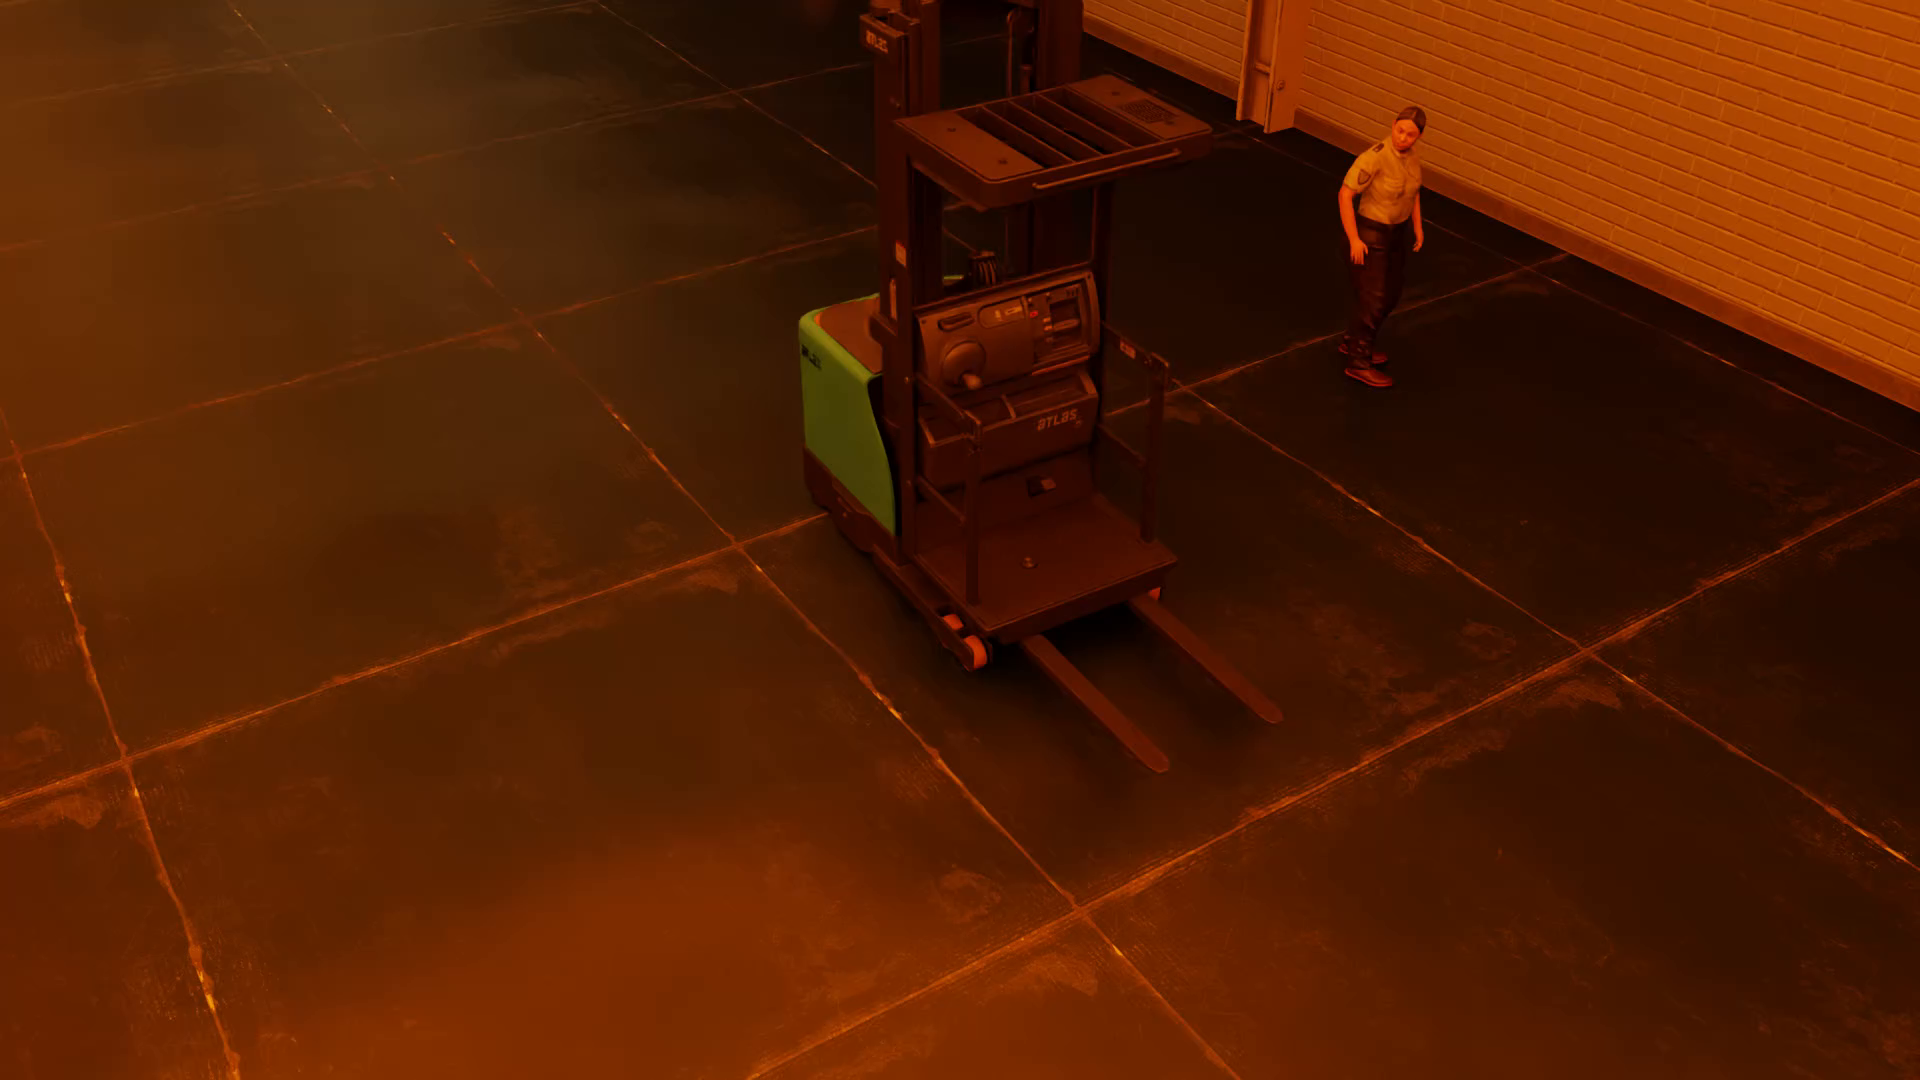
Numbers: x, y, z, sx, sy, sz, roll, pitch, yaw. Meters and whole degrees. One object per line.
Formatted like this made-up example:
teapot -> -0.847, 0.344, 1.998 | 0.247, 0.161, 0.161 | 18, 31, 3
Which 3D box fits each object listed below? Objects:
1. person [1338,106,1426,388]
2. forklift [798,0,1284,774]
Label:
person -> 2.523, -1.740, 9.760 | 0.487, 1.631, 0.687 | 28, 44, 34
forklift -> 0.343, -0.890, 7.414 | 1.130, 2.935, 3.031 | -19, 39, -25
